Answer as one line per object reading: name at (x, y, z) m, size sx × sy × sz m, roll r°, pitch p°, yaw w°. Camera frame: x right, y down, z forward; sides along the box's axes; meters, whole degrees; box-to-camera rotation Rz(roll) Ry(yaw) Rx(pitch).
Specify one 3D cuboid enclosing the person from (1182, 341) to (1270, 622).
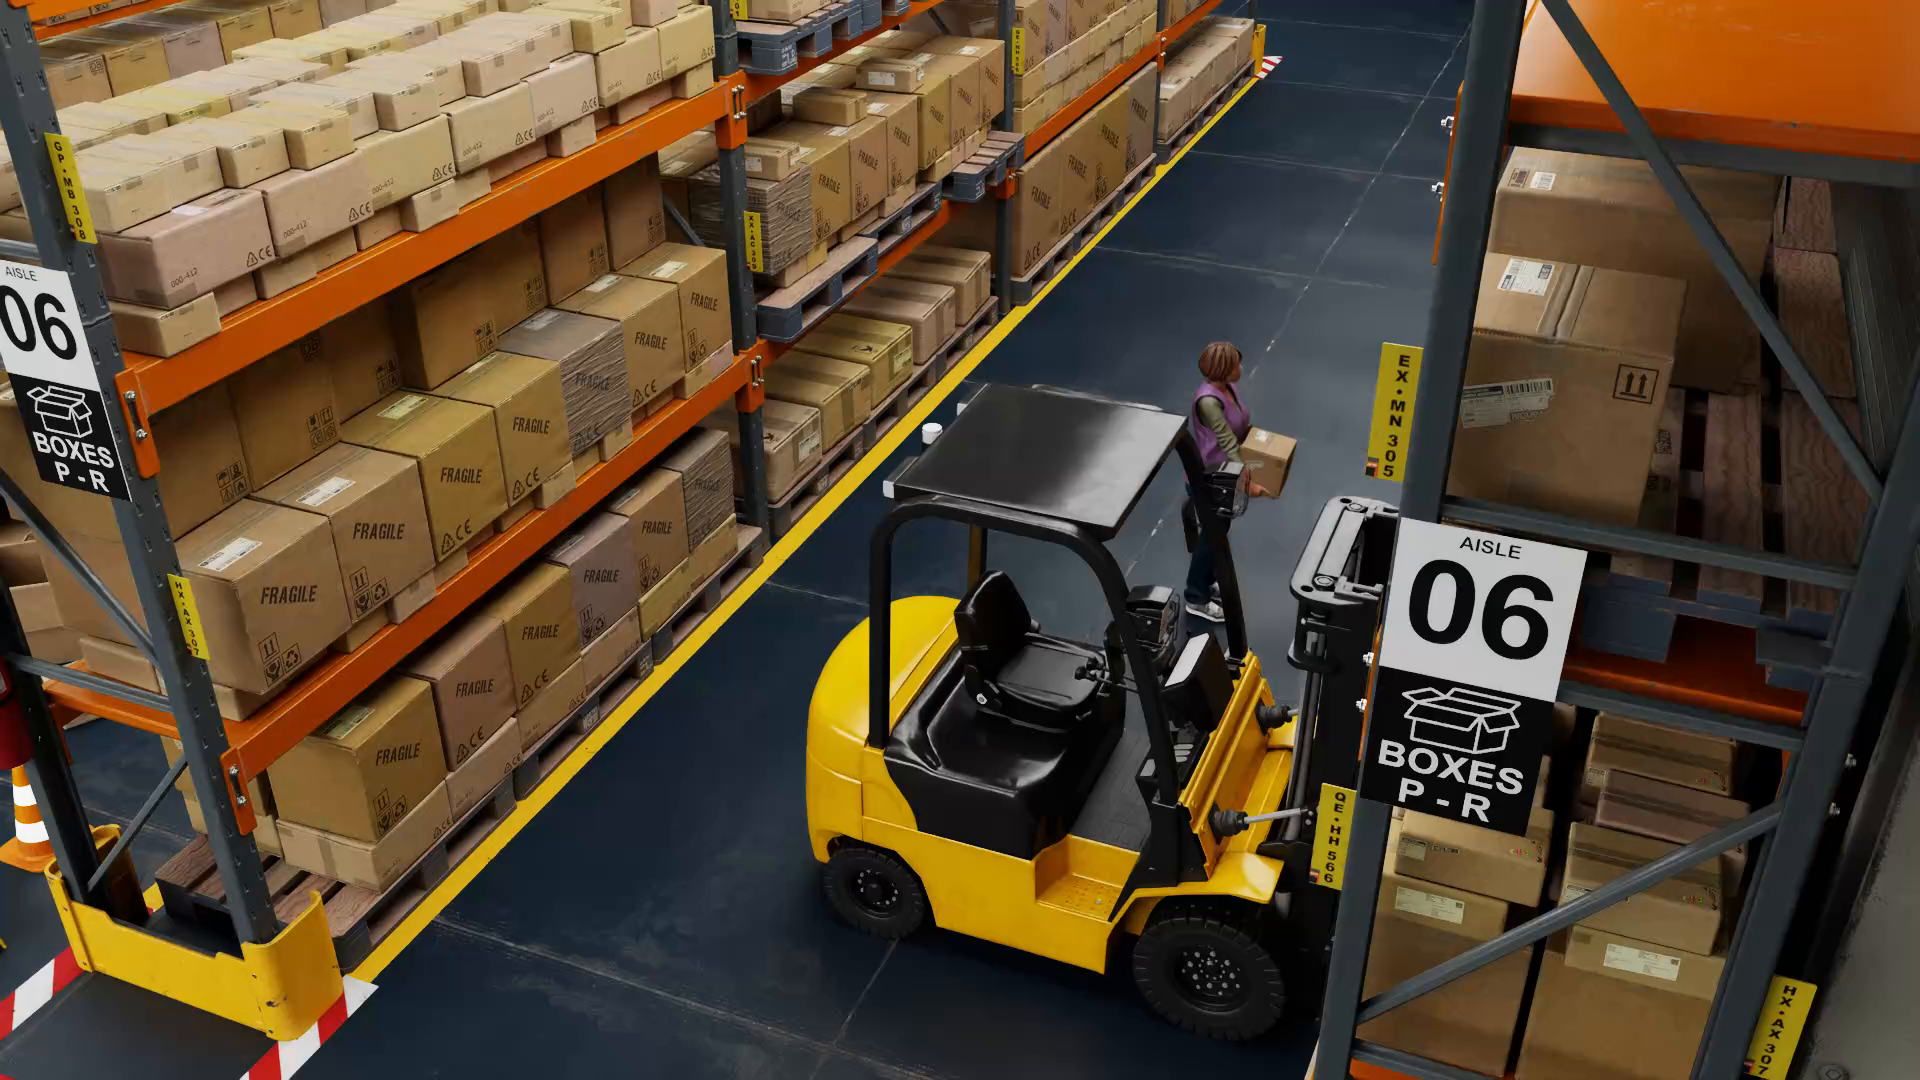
person at (1.445, -0.309, 8.934) m, size 0.499 × 1.599 × 0.375 m, roll 11°, pitch 32°, yaw 19°
